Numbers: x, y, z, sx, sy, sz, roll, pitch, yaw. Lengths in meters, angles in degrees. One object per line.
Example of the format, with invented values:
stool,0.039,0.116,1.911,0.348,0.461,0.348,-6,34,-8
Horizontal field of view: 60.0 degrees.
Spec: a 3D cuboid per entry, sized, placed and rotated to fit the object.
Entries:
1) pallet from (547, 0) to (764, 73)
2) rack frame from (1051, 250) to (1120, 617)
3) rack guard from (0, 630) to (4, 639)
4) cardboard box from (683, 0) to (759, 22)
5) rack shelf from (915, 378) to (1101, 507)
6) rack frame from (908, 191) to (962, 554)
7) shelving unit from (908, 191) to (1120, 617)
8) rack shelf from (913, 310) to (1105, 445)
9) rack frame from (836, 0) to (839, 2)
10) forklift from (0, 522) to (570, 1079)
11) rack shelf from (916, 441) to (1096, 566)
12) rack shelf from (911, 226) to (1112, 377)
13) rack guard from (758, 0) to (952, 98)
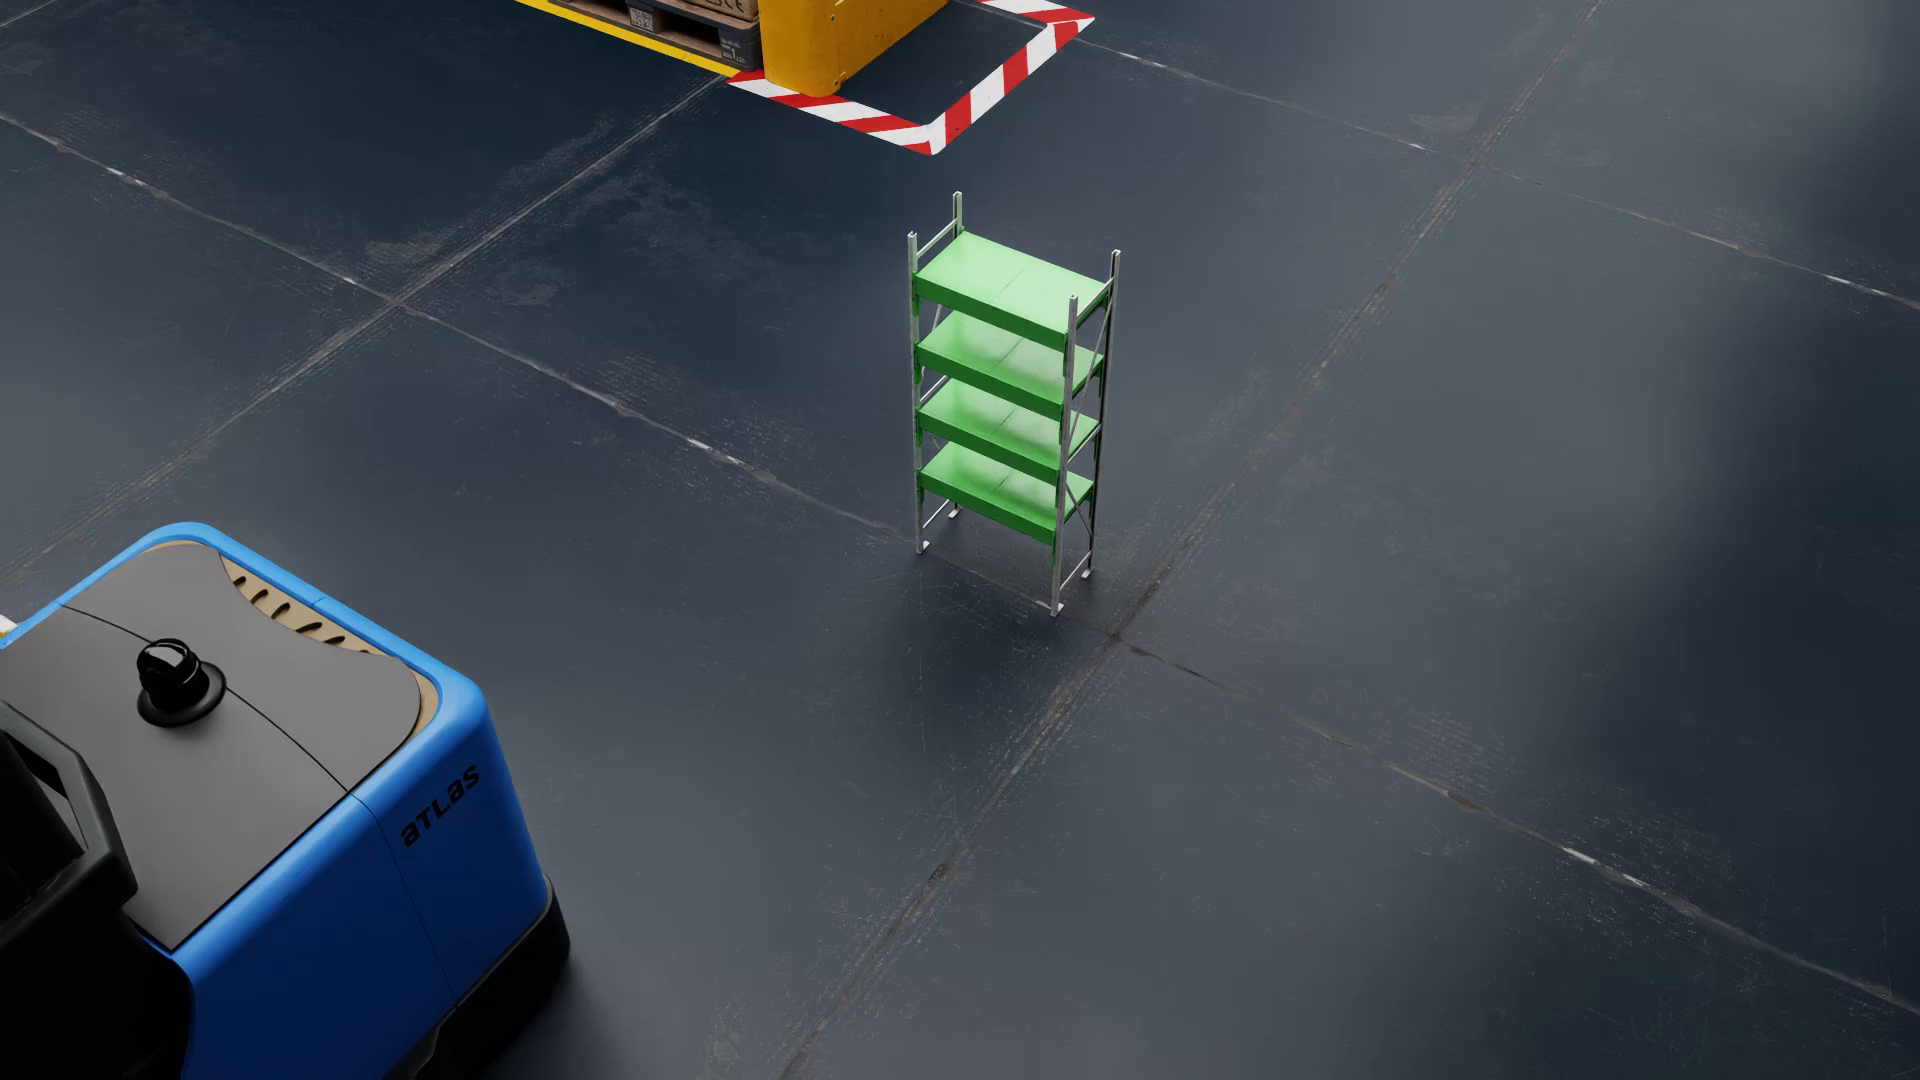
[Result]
pallet,-1.146,-2.627,7.656,1.213,0.211,1.003,25,51,22
rack frame,0.345,-0.260,4.666,0.015,1.200,0.240,25,51,22
rack guard,-3.171,0.503,4.413,0.348,0.500,1.175,25,51,22
cardboard box,-1.040,-2.786,7.359,0.875,0.438,0.875,23,50,21
rack shelf,0.139,-0.310,4.803,0.480,0.148,0.258,25,51,22
rack frame,-0.066,-0.449,4.849,0.015,1.200,0.240,25,51,22
shelving unit,0.139,-0.354,4.757,0.503,1.200,0.258,25,51,22
rack shelf,0.139,-0.477,4.631,0.480,0.148,0.258,25,51,22
rack frame,-0.430,-3.337,6.401,0.127,3.000,1.000,25,51,22
forklift,-2.205,0.733,2.494,1.130,2.935,3.031,25,51,23
rack shelf,0.139,-0.142,4.975,0.480,0.148,0.258,25,51,22
rack shelf,0.139,-0.644,4.459,0.480,0.148,0.258,25,51,22
rack guard,-0.410,-2.457,7.288,0.348,0.500,1.175,25,51,22
